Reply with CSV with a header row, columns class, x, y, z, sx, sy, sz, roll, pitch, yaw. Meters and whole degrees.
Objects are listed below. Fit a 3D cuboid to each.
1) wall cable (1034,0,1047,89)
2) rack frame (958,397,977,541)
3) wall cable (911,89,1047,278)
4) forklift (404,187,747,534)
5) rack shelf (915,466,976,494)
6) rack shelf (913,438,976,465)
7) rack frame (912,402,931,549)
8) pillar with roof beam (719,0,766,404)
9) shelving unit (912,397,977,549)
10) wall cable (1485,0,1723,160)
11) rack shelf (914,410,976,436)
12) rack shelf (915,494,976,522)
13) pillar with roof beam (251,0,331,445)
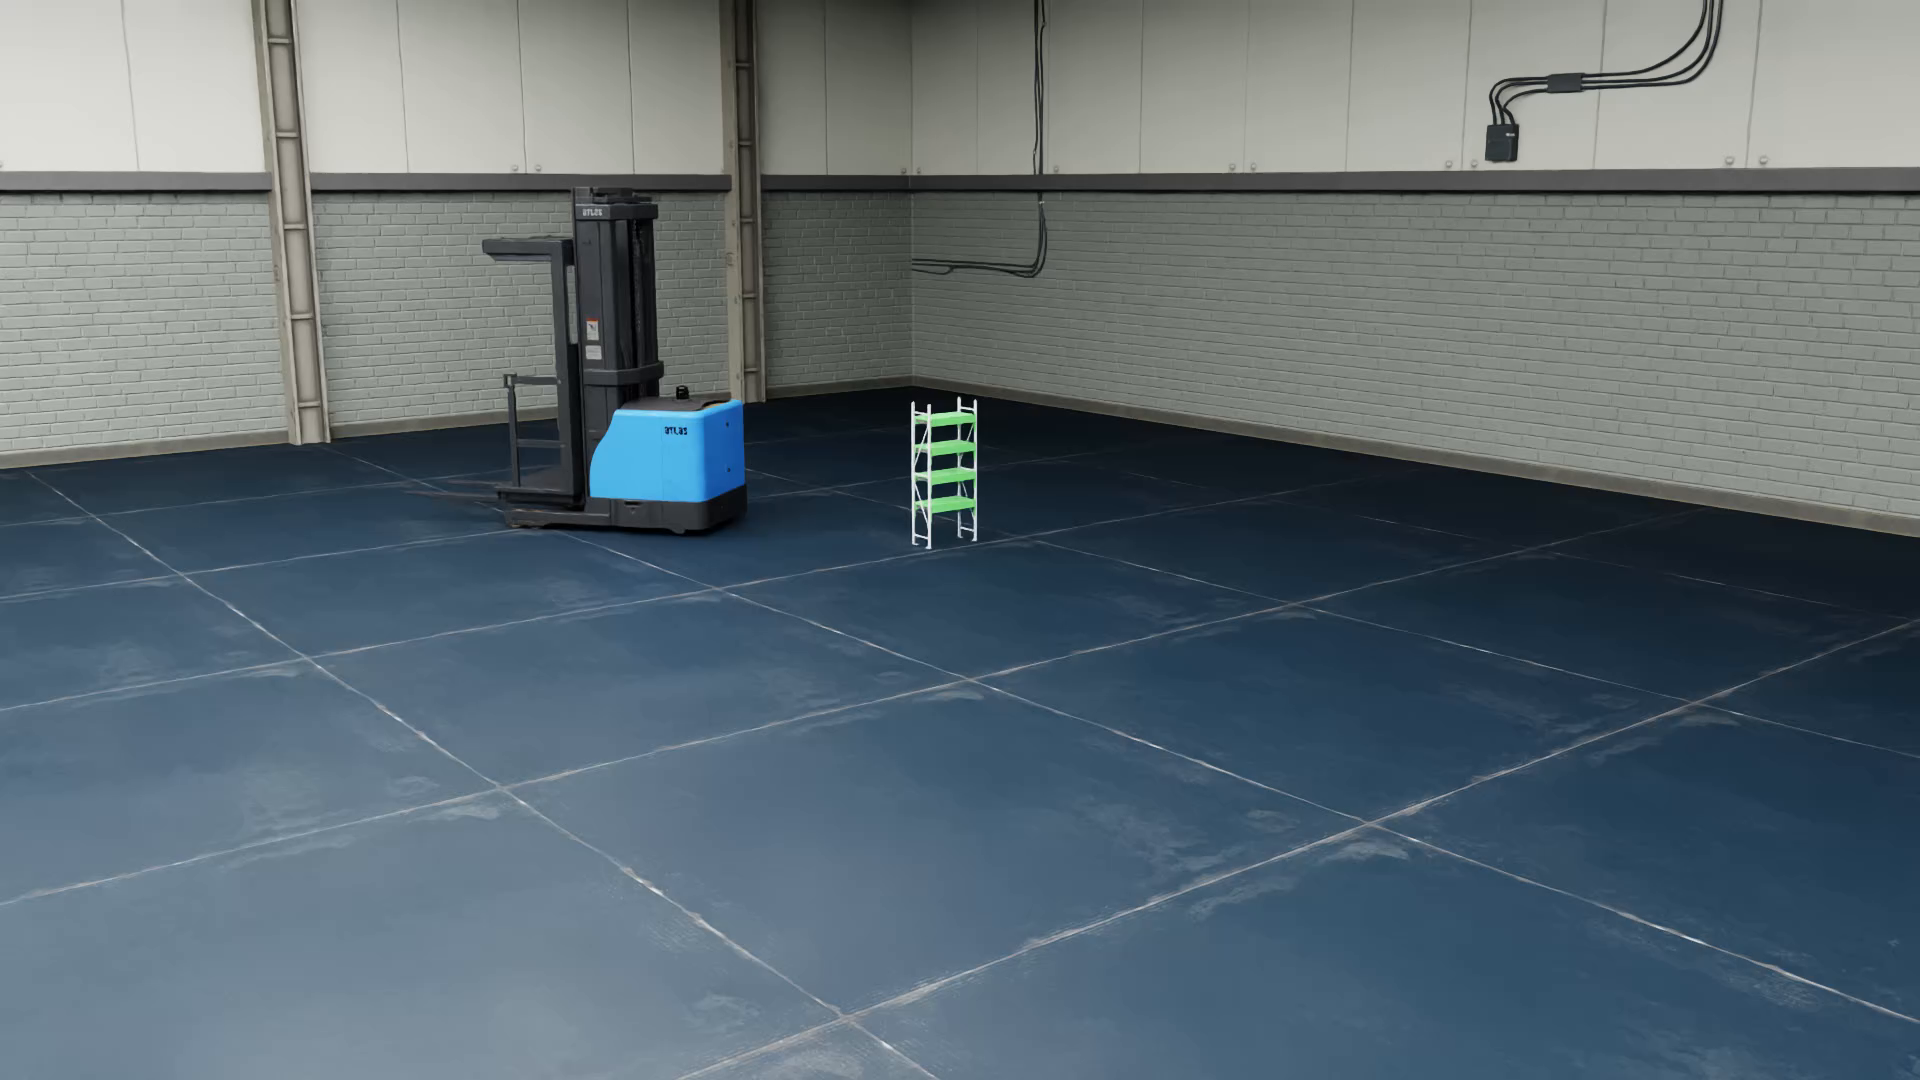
class,x,y,z,sx,sy,sz,roll,pitch,yaw
wall cable,1.861,-7.009,20.790,0.112,2.526,3.097,-9,15,-38
rack frame,0.061,-0.597,14.052,0.015,1.200,0.240,-9,15,-38
wall cable,0.171,-4.978,23.381,0.112,2.526,3.097,-9,15,-38
forklift,-3.503,-1.632,14.756,3.031,2.935,1.130,3,12,15
rack shelf,-0.129,-0.503,13.916,0.480,0.148,0.258,-9,15,-38
rack shelf,-0.129,-0.738,13.866,0.480,0.148,0.258,-9,15,-38
rack frame,-0.320,-0.534,13.754,0.015,1.200,0.240,-9,15,-38
pillar with roof beam,-0.266,-5.630,18.980,0.400,9.000,9.100,-9,15,-38
shelving unit,-0.129,-0.565,13.903,0.503,1.200,0.258,-9,15,-38
wall cable,6.090,-6.618,15.444,0.169,6.003,2.305,-9,15,-38
rack shelf,-0.129,-0.972,13.817,0.480,0.148,0.258,-9,15,-38
rack shelf,-0.129,-0.268,13.966,0.480,0.148,0.258,-9,15,-38
pillar with roof beam,-4.951,-4.852,15.313,0.400,9.000,9.100,-9,15,-38
